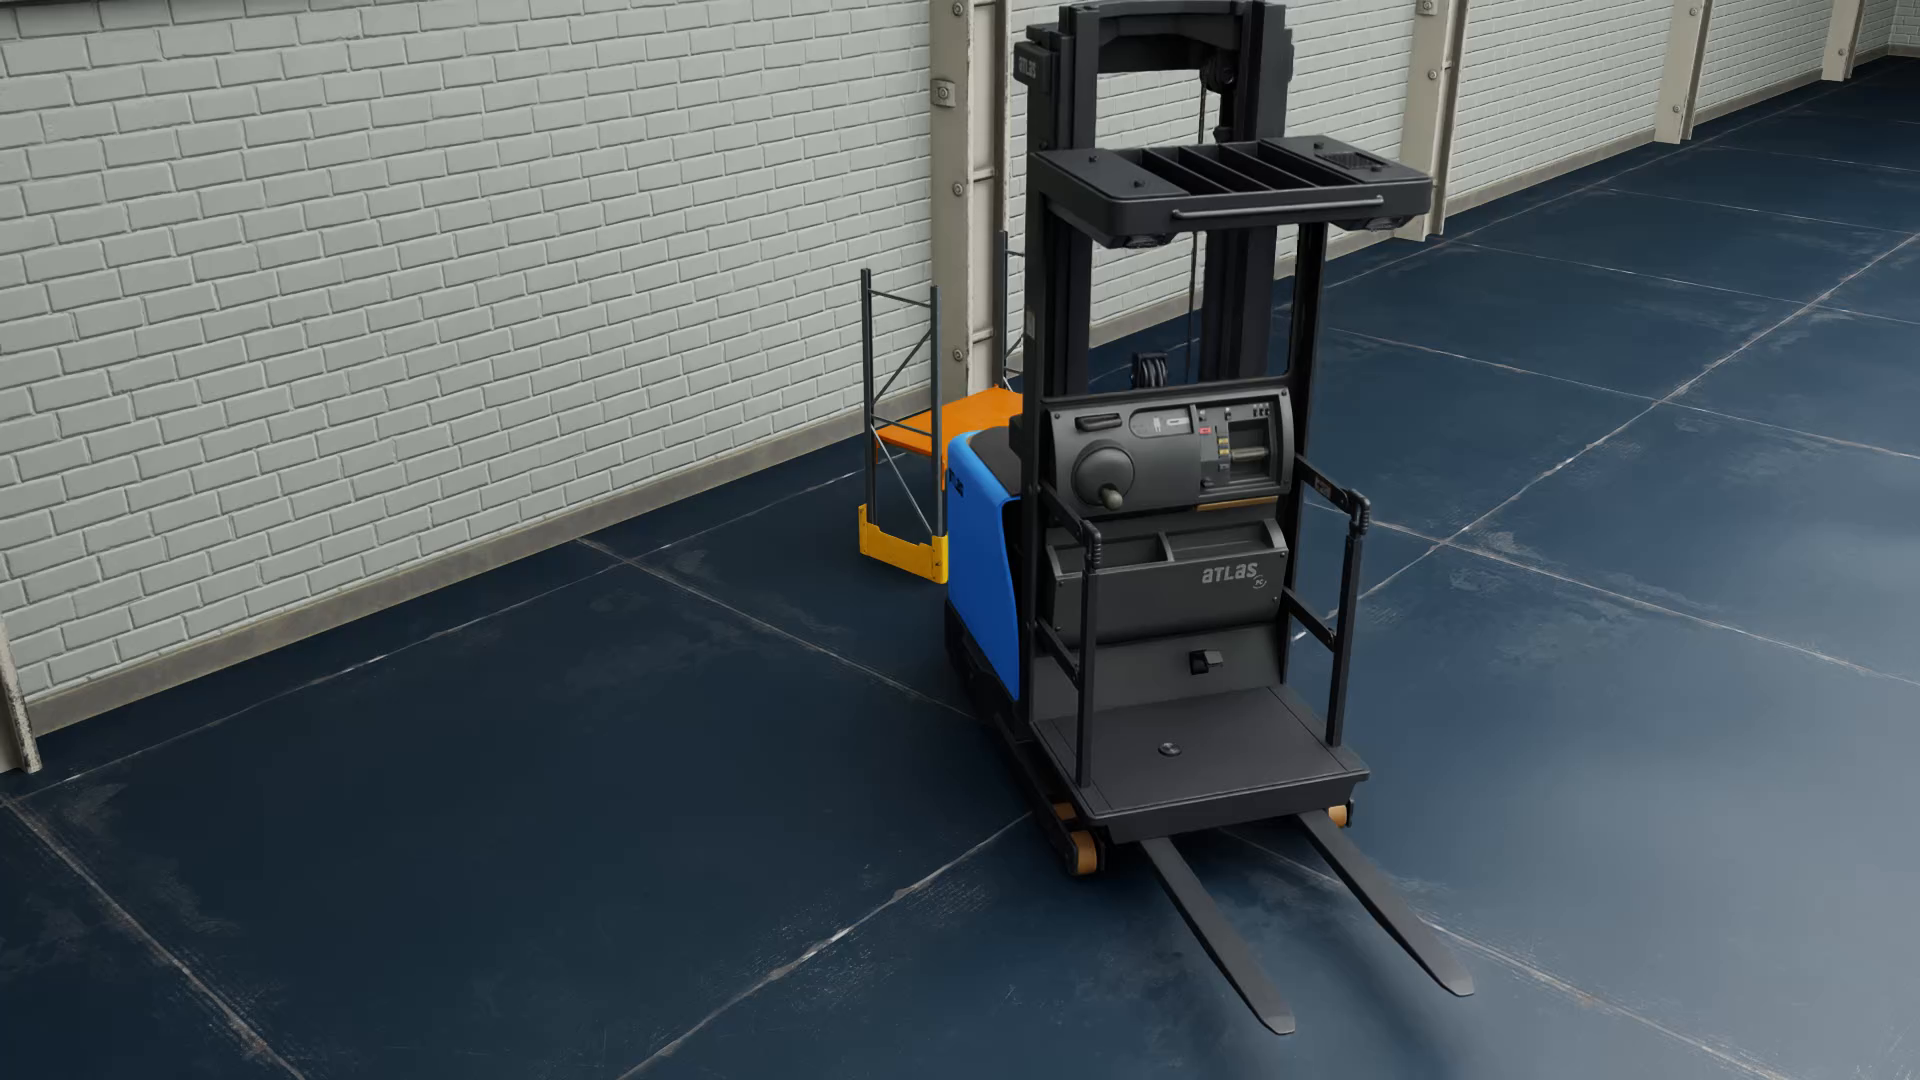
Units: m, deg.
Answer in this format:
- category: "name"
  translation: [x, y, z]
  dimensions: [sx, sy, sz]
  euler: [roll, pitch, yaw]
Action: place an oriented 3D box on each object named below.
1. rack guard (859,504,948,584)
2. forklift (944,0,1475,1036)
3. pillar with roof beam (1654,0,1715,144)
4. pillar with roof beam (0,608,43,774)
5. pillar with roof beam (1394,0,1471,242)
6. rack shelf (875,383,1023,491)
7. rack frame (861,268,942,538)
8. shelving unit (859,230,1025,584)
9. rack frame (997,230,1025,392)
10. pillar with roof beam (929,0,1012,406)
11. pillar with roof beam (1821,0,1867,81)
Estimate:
- category: "rack guard"
  translation: [-0.282, 0.014, 8.412]
  dimensions: [0.587, 0.250, 0.087]
  euler: [20, 31, 38]
- category: "forklift"
  translation: [0.836, -0.299, 5.834]
  dimensions: [1.130, 2.935, 3.031]
  euler: [-7, 25, -15]
- category: "pillar with roof beam"
  translation: [11.279, -7.476, 14.425]
  dimensions: [9.100, 9.000, 0.400]
  euler: [20, 31, 38]
- category: "pillar with roof beam"
  translation: [-0.735, -1.992, 2.194]
  dimensions: [9.100, 9.000, 0.400]
  euler: [20, 31, 38]
- category: "pillar with roof beam"
  translation: [7.274, -5.648, 10.348]
  dimensions: [9.100, 9.000, 0.400]
  euler: [20, 31, 38]
- category: "rack shelf"
  translation: [0.057, -0.546, 8.575]
  dimensions: [0.538, 0.185, 1.000]
  euler: [20, 31, 38]
- category: "rack frame"
  translation: [-0.282, -0.555, 8.156]
  dimensions: [0.500, 1.500, 0.032]
  euler: [20, 31, 38]
- category: "shelving unit"
  translation: [0.051, -0.708, 8.495]
  dimensions: [0.587, 1.500, 1.083]
  euler: [20, 31, 38]
- category: "rack frame"
  translation: [0.396, -0.865, 8.847]
  dimensions: [0.500, 1.500, 0.032]
  euler: [20, 31, 38]
- category: "pillar with roof beam"
  translation: [3.270, -3.820, 6.271]
  dimensions: [9.100, 9.000, 0.400]
  euler: [20, 31, 38]
- category: "pillar with roof beam"
  translation: [15.283, -9.304, 18.502]
  dimensions: [9.100, 9.000, 0.400]
  euler: [20, 31, 38]
